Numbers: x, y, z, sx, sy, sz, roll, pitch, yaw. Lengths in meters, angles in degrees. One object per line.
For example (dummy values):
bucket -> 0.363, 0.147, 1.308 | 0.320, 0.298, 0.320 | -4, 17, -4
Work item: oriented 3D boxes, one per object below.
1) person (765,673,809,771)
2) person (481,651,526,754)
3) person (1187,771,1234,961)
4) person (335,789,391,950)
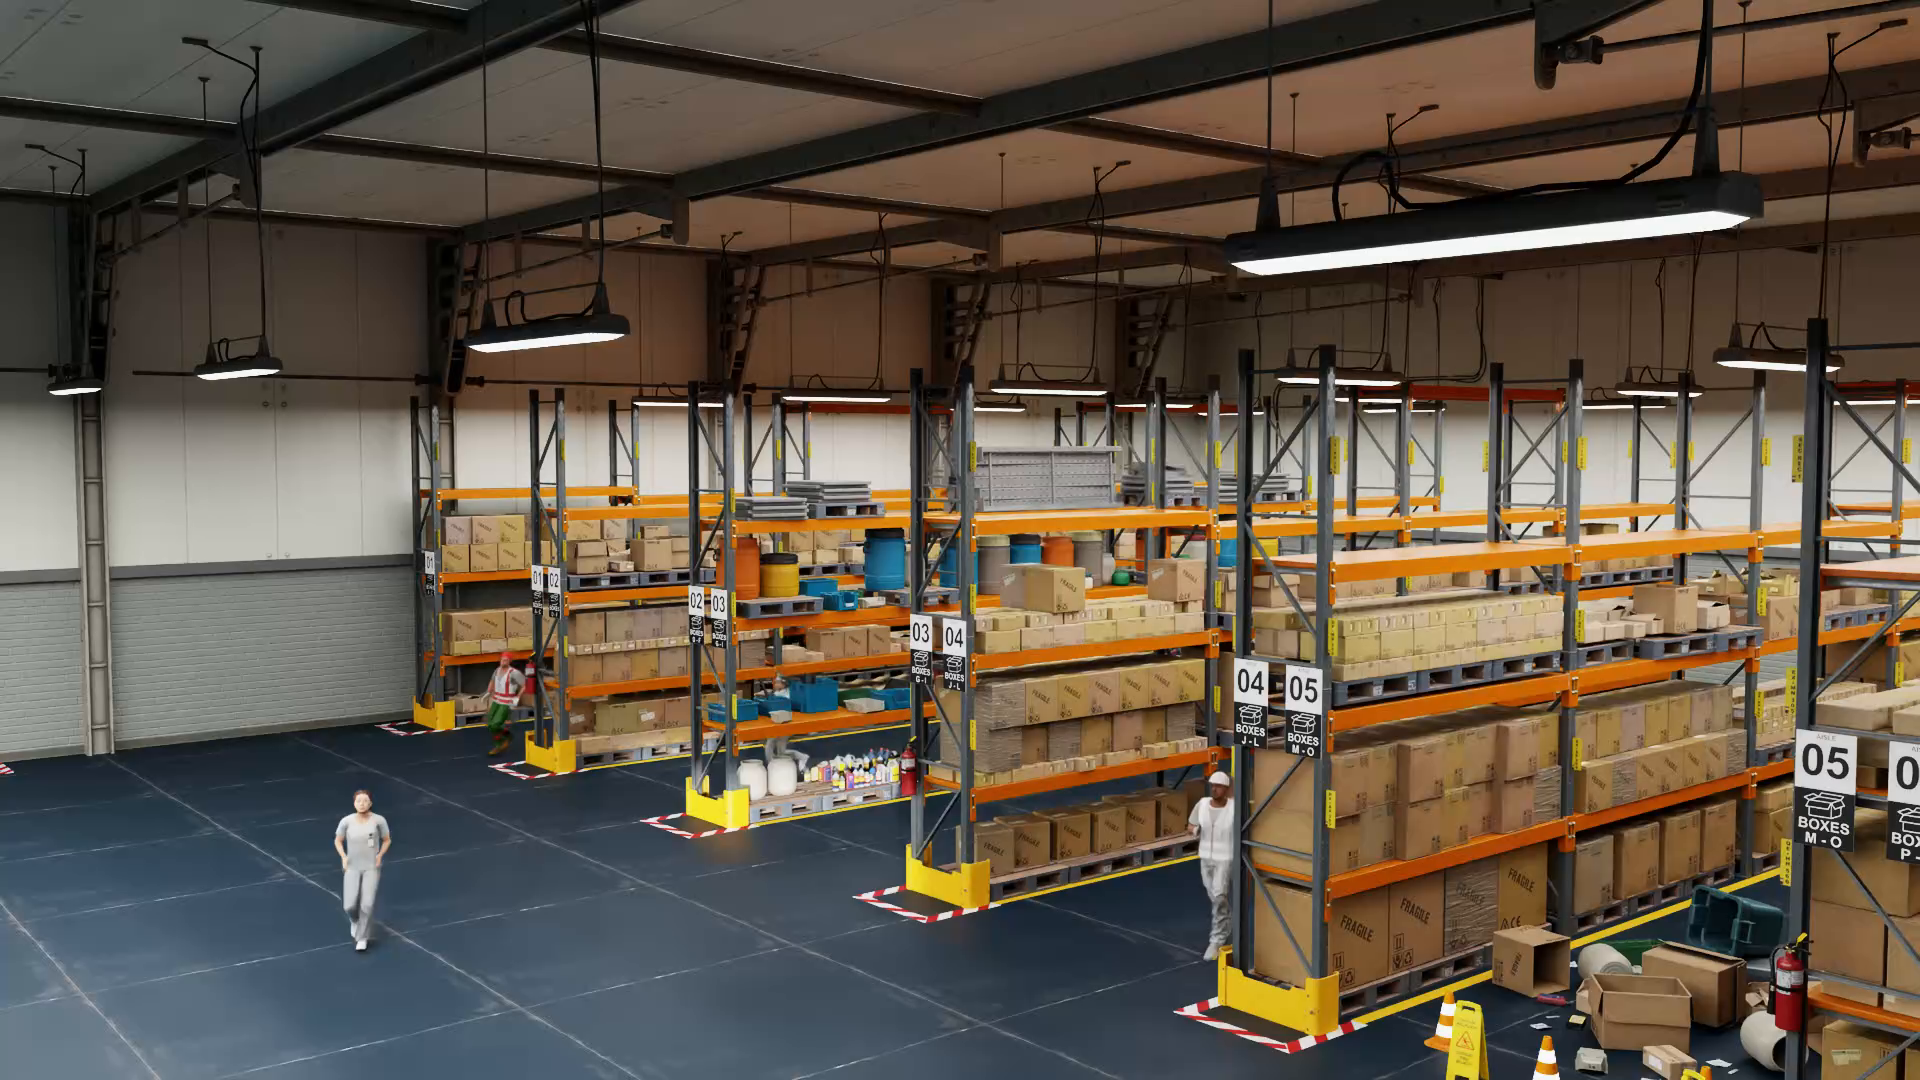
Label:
person -> -2.691, 2.851, 25.302 | 0.781, 1.687, 0.618 | -3, 4, -37
person -> -7.541, 2.693, 27.421 | 0.711, 1.730, 0.537 | 2, 4, 30
person -> 2.638, 3.264, 16.888 | 0.667, 1.836, 0.828 | 3, 4, 39
person -> -6.080, 3.349, 16.938 | 0.546, 1.624, 0.507 | -1, 4, -17
